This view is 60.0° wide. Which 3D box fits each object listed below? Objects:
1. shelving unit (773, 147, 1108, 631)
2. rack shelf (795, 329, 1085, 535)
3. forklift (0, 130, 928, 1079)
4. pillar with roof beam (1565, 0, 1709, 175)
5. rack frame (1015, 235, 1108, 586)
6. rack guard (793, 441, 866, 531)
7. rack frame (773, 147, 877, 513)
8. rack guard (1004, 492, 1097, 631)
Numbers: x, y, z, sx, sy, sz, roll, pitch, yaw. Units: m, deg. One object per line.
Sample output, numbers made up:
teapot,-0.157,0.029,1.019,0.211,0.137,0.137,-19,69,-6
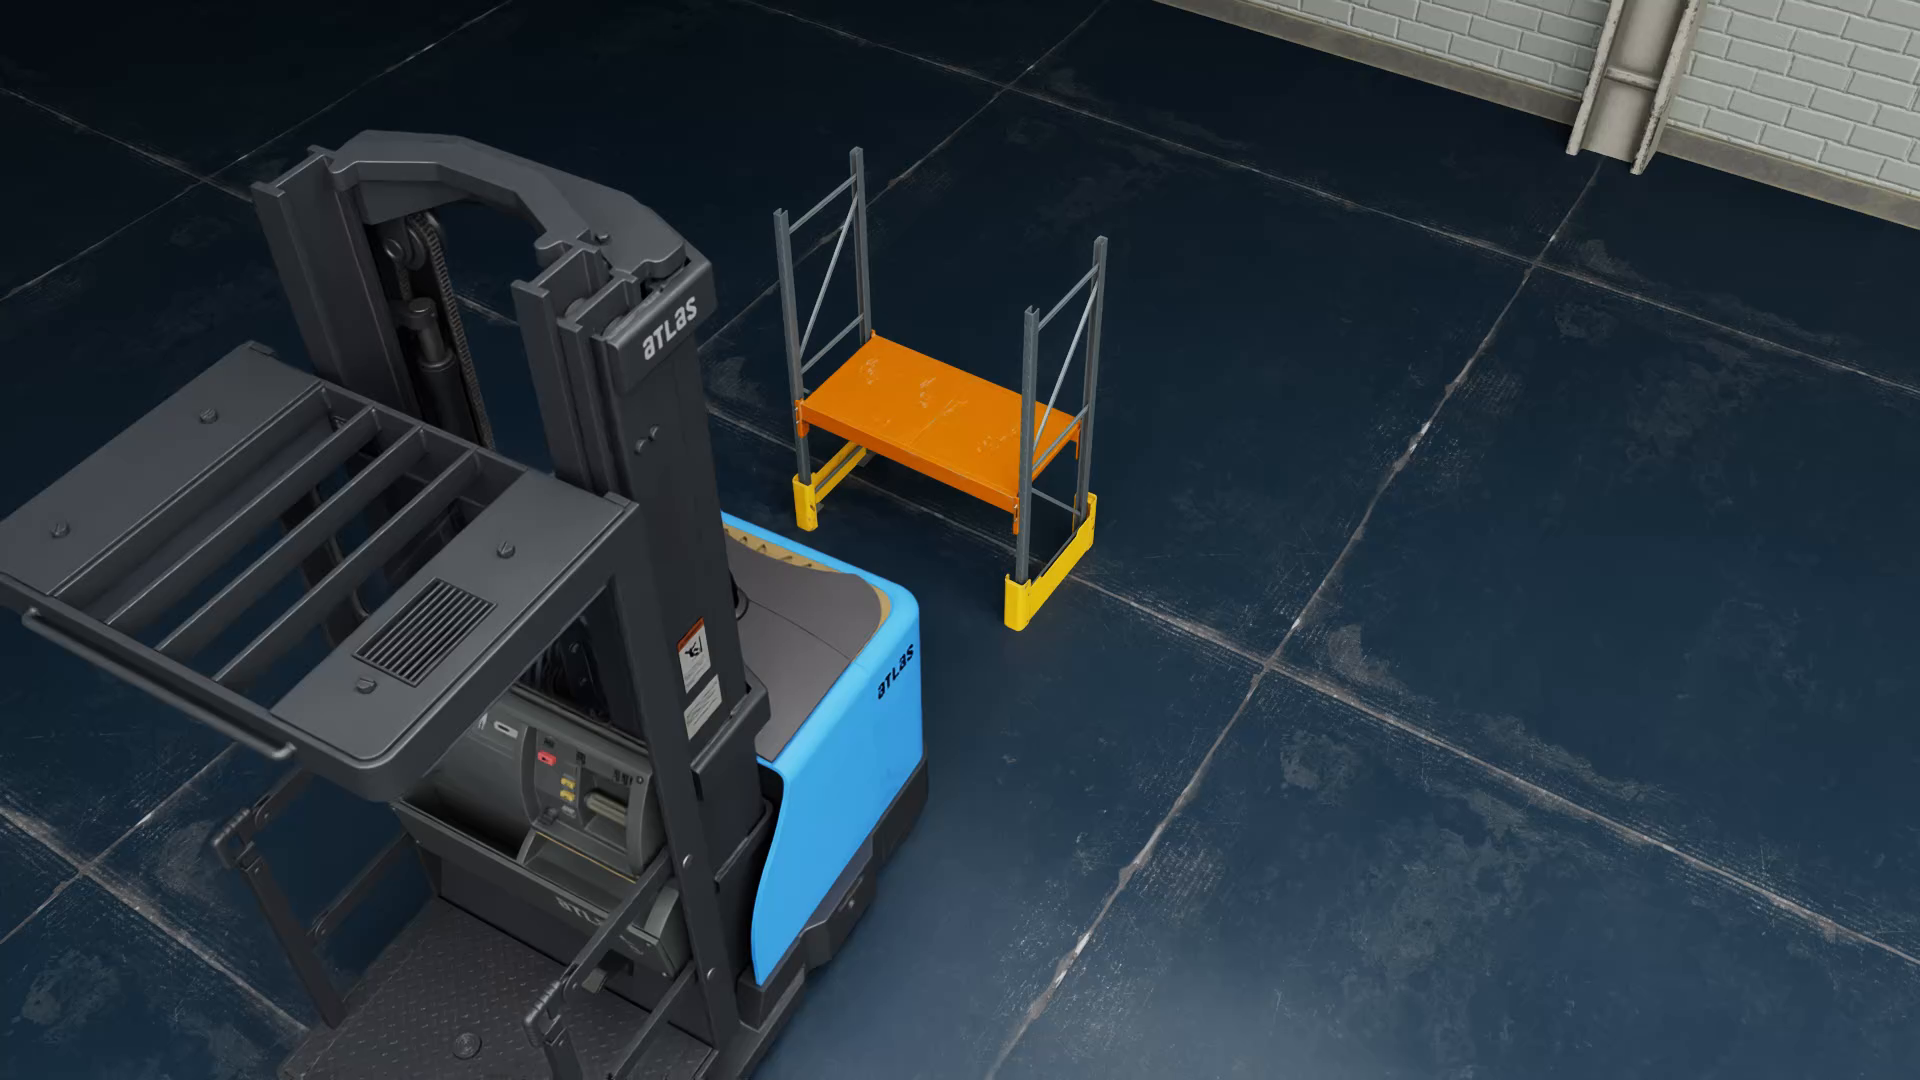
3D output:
shelving unit,-0.064,-0.552,6.241,1.083,1.500,0.587,25,51,22
rack shelf,-0.072,-0.430,6.373,1.000,0.185,0.538,25,51,22
forklift,-1.267,0.645,4.079,1.130,2.935,3.031,22,50,20
pillar with roof beam,1.101,-2.588,2.990,0.400,9.000,9.100,25,51,22
rack frame,0.356,-0.359,6.053,0.032,1.500,0.500,25,51,22
rack guard,-0.483,-0.309,6.876,0.087,0.250,0.587,25,51,22
rack frame,-0.500,-0.753,6.435,0.032,1.500,0.500,25,51,22
rack guard,0.355,0.076,6.502,0.087,0.250,0.587,25,51,22
